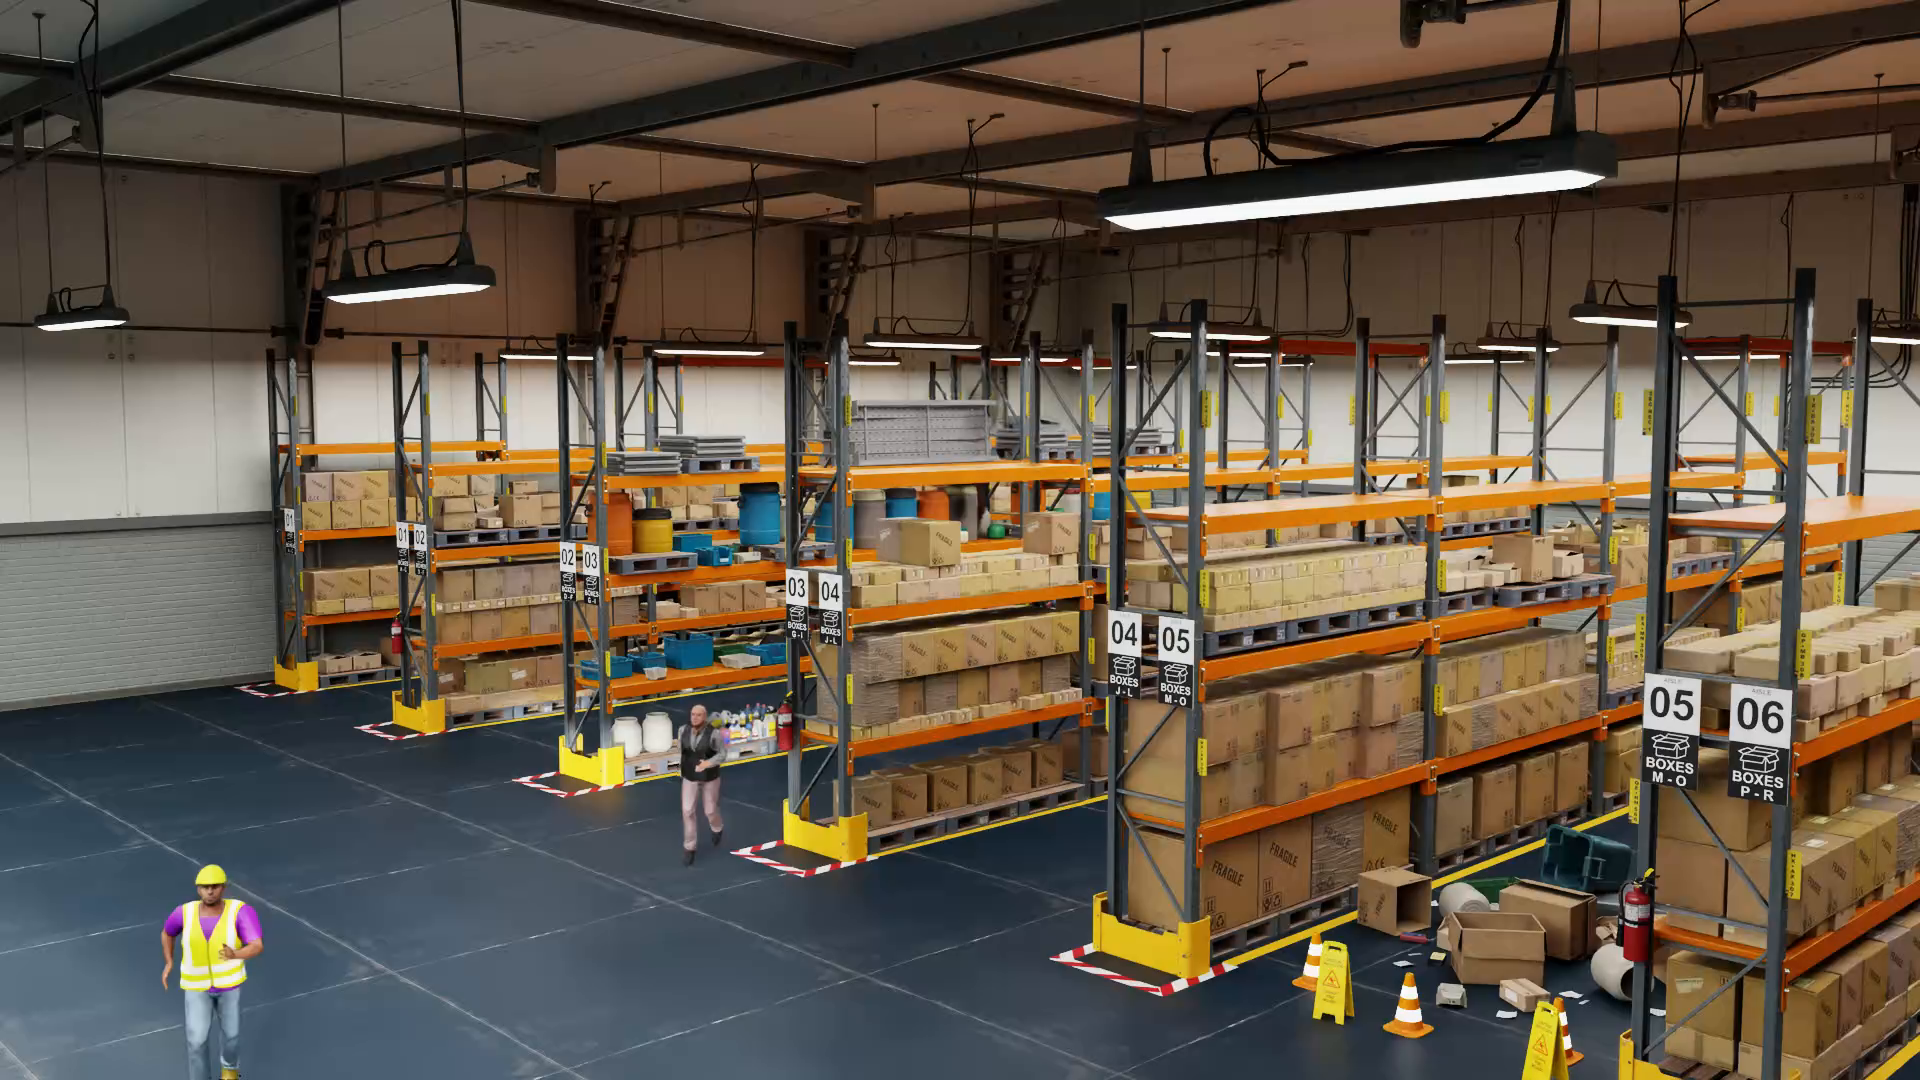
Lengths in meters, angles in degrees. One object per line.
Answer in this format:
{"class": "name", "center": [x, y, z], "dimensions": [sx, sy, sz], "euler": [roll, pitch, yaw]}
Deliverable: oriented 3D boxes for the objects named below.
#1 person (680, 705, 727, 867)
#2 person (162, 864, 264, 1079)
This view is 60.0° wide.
{"class": "person", "center": [-2.884, 2.692, 18.663], "dimensions": [0.608, 1.738, 0.934], "euler": [1, 5, 7]}
{"class": "person", "center": [-5.381, 3.238, 11.997], "dimensions": [0.677, 1.821, 0.820], "euler": [-2, 5, -23]}
